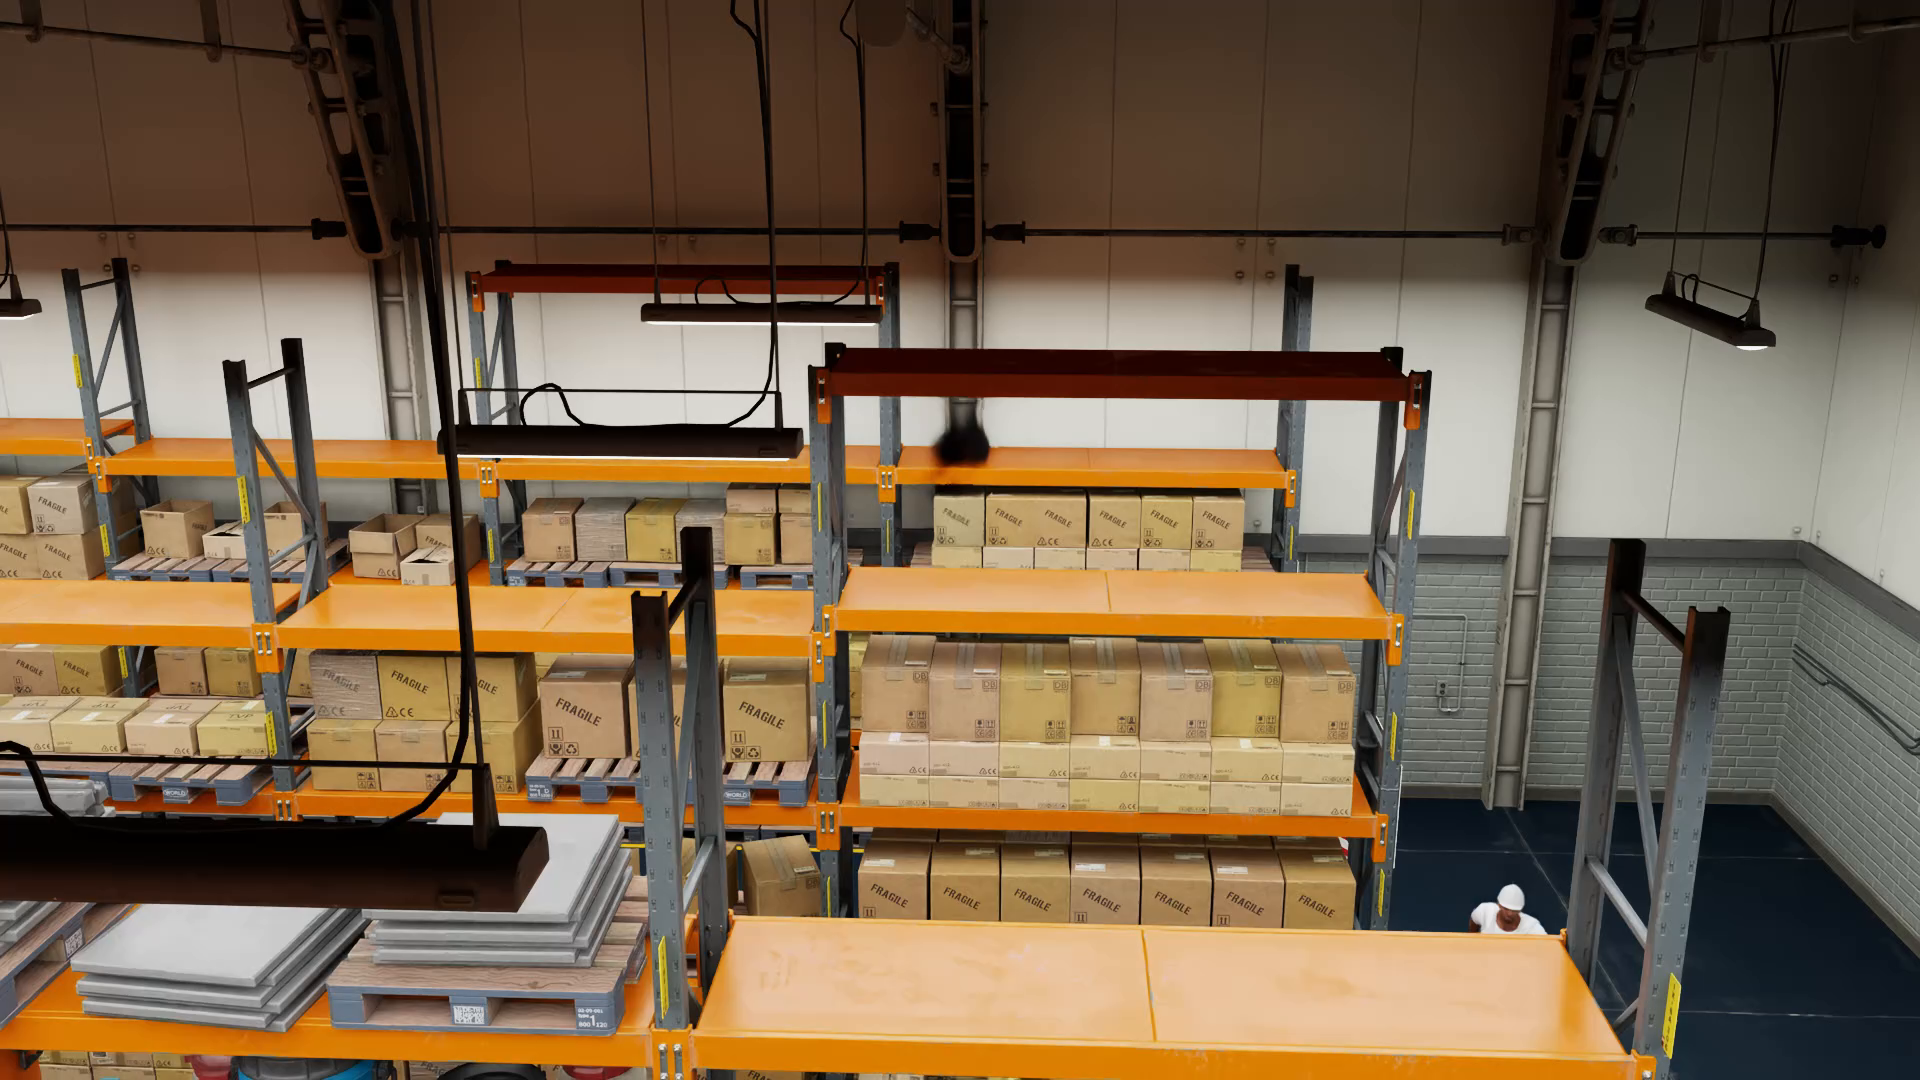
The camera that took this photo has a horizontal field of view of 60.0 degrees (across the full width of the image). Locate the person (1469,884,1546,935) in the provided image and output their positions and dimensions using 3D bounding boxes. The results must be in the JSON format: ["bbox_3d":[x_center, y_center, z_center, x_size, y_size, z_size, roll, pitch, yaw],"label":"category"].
[{"bbox_3d":[4.366,3.514,13.364,0.644,1.688,0.993,7,17,22],"label":"person"}]
